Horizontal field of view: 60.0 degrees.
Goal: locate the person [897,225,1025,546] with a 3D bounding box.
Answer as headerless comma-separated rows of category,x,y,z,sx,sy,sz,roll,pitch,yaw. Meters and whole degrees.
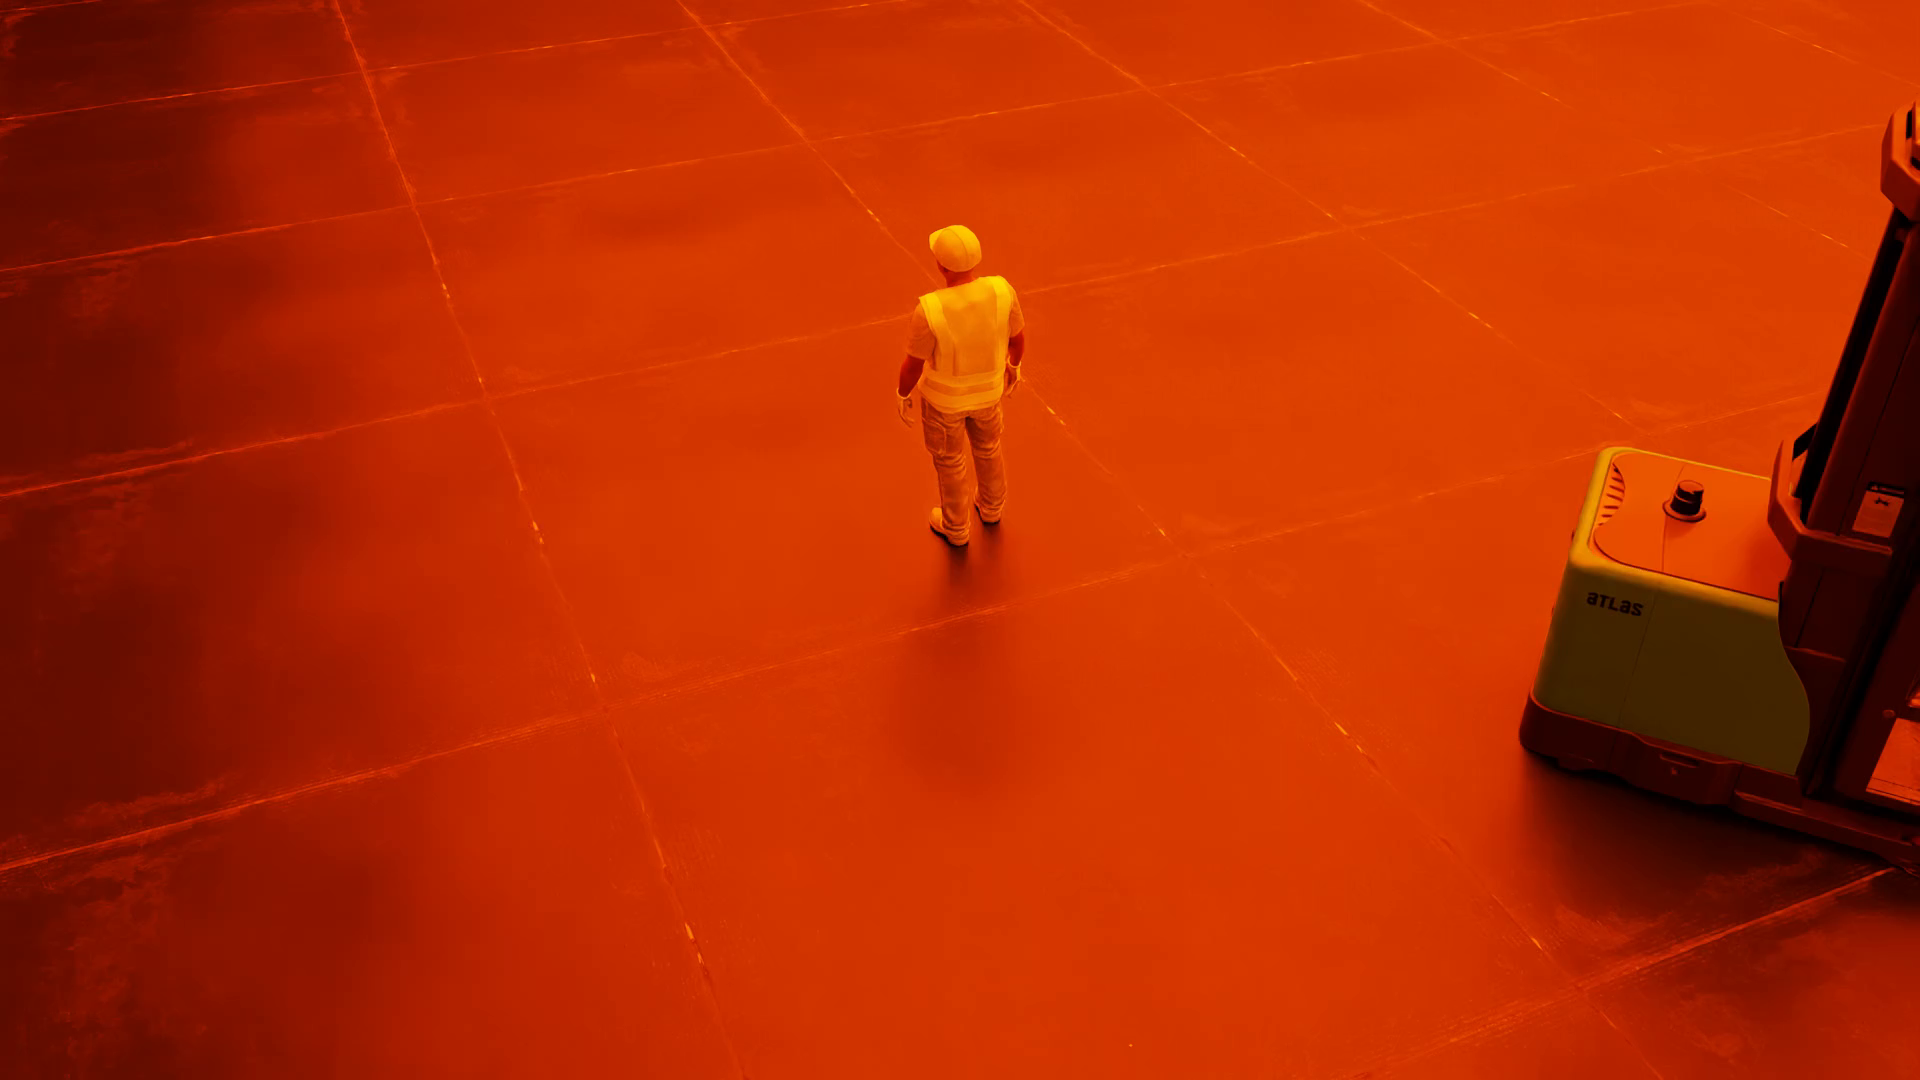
person,-0.021,-0.773,8.164,0.657,1.785,0.575,-14,38,-19

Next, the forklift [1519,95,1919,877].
forklift,4.010,-0.140,6.295,3.031,2.935,1.130,15,38,20
